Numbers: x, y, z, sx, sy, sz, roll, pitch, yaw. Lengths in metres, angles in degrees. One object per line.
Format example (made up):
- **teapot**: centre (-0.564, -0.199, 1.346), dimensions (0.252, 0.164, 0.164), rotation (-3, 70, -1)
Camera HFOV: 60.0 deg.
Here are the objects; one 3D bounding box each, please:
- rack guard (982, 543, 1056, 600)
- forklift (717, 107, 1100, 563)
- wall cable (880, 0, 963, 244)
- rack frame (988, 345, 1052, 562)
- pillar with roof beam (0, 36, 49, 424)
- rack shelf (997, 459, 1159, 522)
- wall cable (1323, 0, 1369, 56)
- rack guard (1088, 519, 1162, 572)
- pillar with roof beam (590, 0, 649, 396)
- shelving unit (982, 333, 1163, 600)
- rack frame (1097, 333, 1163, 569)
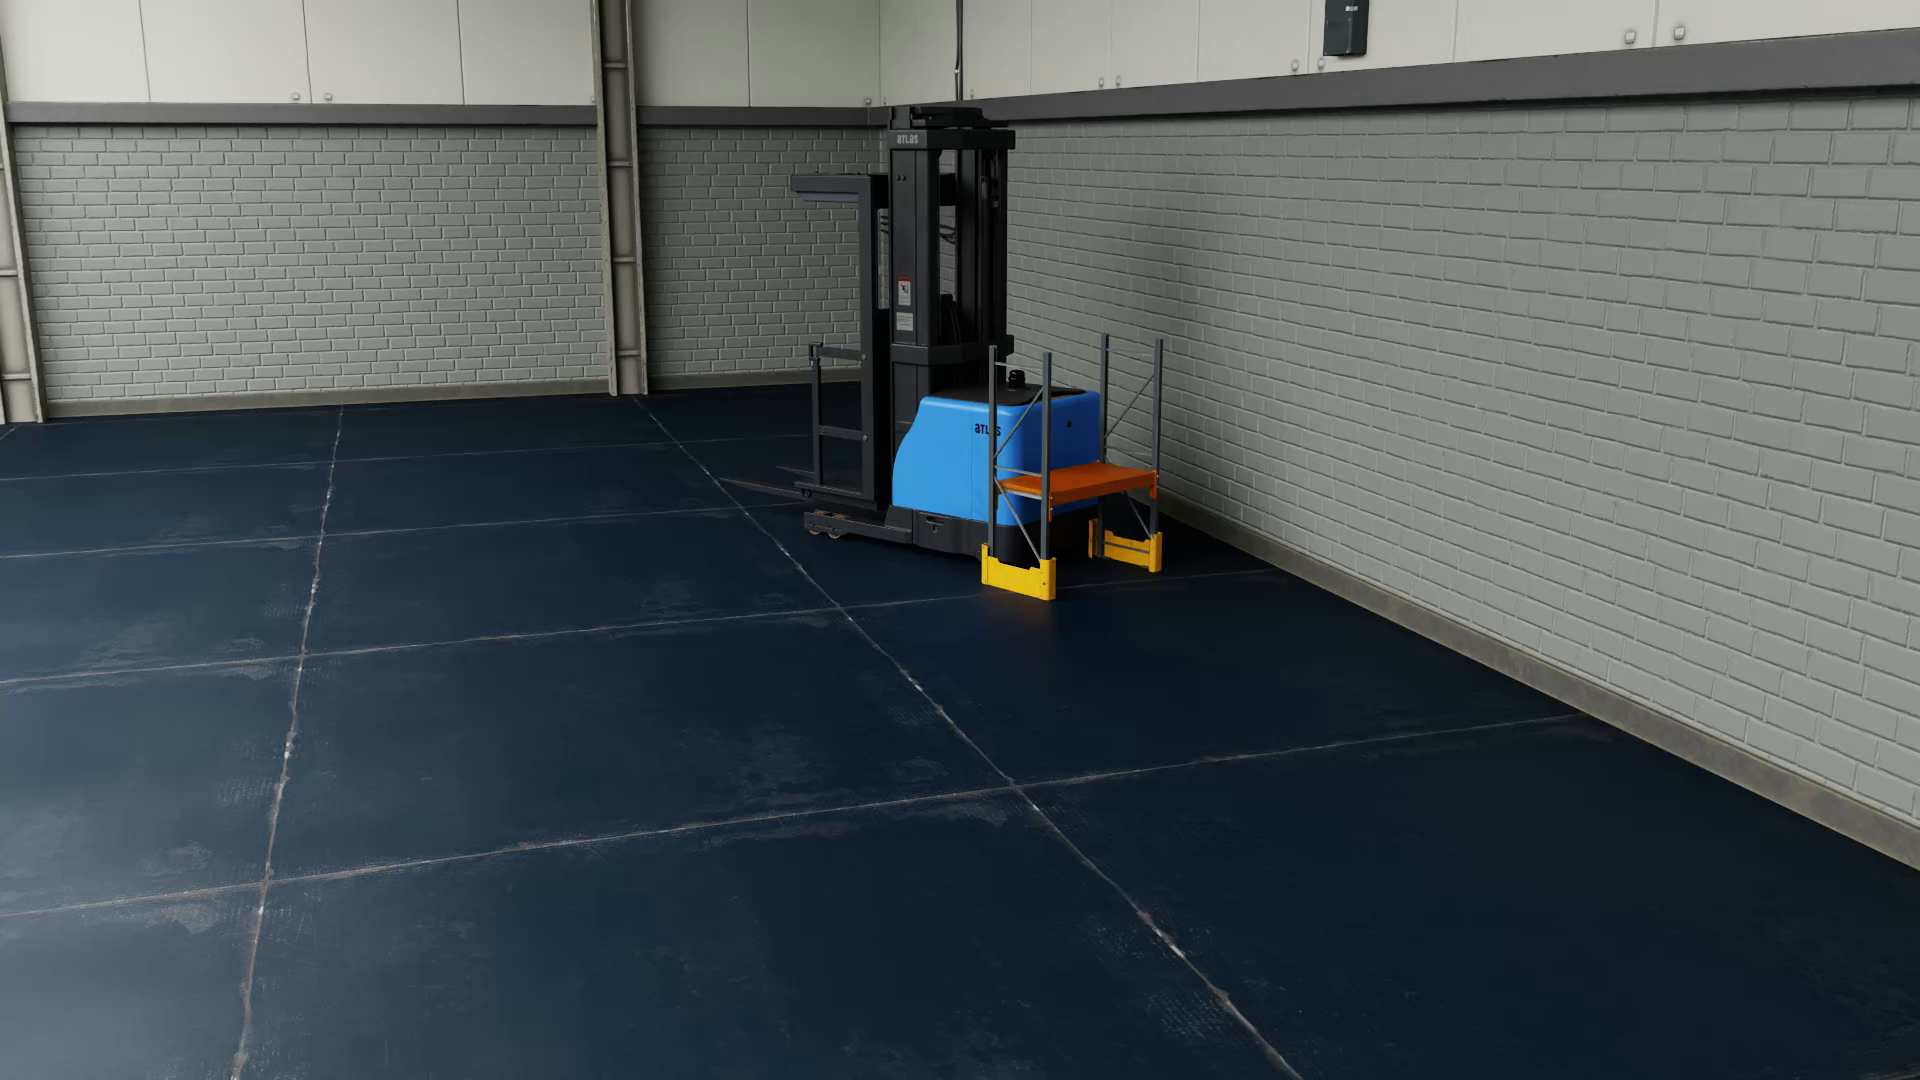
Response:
- **rack guard**: centre (0.360, 0.191, 10.299), dimensions (0.087, 0.250, 0.587), rotation (-12, 18, -42)
- **forklift**: centre (-0.478, -1.518, 11.692), dimensions (3.031, 2.935, 1.130), rotation (11, 17, 39)
- **wall cable**: centre (-0.479, -4.433, 17.542), dimensions (0.112, 2.526, 3.097), rotation (-4, 14, -18)
- **rack frame**: centre (0.359, -0.417, 10.154), dimensions (0.032, 1.500, 0.500), rotation (-12, 18, -42)
- **pillar with roof beam**: centre (-8.006, -4.629, 11.657), dimensions (0.400, 9.000, 9.100), rotation (-4, 14, -18)
- **rack shelf**: centre (0.730, -0.322, 10.534), dimensions (1.000, 0.185, 0.538), rotation (-12, 18, -42)
- **wall cable**: centre (2.534, -5.514, 8.031), dimensions (0.169, 6.003, 2.305), rotation (-4, 14, -18)
- **rack guard**: centre (1.086, 0.033, 10.963), dimensions (0.087, 0.250, 0.587), rotation (-12, 18, -42)
- **pillar with roof beam**: centre (-2.320, -5.072, 13.518), dimensions (0.400, 9.000, 9.100), rotation (-4, 14, -18)
- **shelving unit**: centre (0.723, -0.496, 10.487), dimensions (1.083, 1.500, 0.587), rotation (-12, 18, -42)
- **rack frame**: centre (1.100, -0.578, 10.831), dimensions (0.032, 1.500, 0.500), rotation (-12, 18, -42)
